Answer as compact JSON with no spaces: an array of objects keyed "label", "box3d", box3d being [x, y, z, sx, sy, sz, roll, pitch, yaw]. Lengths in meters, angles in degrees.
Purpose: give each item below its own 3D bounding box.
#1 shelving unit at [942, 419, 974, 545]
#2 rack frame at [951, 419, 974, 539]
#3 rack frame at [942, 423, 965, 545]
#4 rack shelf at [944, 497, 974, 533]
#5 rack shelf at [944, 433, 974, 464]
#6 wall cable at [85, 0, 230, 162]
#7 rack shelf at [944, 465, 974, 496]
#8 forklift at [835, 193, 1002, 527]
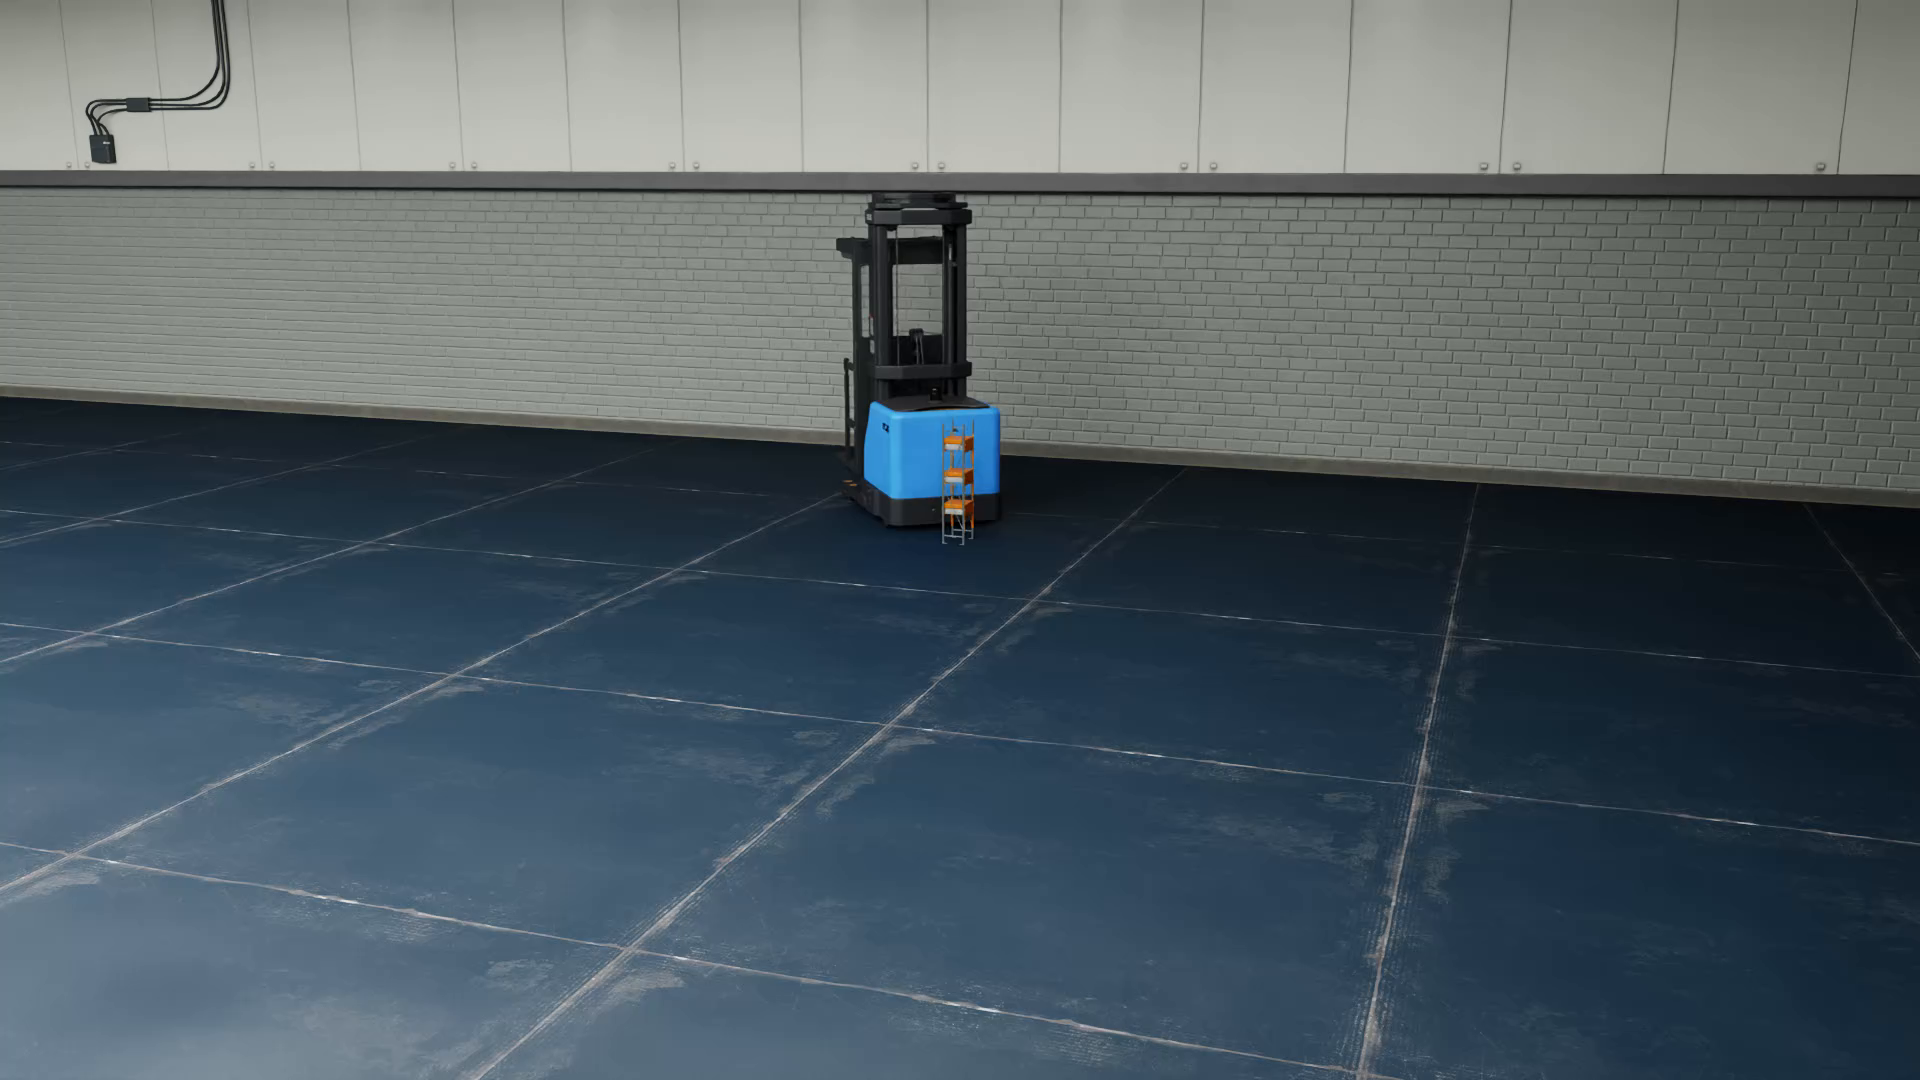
[{"label":"shelving unit","box3d":[-0.017,-0.501,14.322,0.215,1.050,0.252,4,14,18]},{"label":"rack frame","box3d":[0.022,-0.526,14.434,0.200,1.050,0.008,4,14,18]},{"label":"rack frame","box3d":[-0.057,-0.475,14.209,0.200,1.050,0.008,4,14,18]},{"label":"rack shelf","box3d":[-0.017,-0.219,14.386,0.215,0.259,0.240,4,14,18]},{"label":"rack shelf","box3d":[-0.017,-0.767,14.261,0.215,0.259,0.240,4,14,18]},{"label":"wall cable","box3d":[-10.307,-7.813,20.855,2.305,6.003,0.169,4,14,18]},{"label":"rack shelf","box3d":[-0.017,-0.490,14.324,0.215,0.259,0.240,4,14,18]},{"label":"forklift","box3d":[-0.545,-1.833,15.933,1.130,2.935,3.031,-4,13,-17]}]
